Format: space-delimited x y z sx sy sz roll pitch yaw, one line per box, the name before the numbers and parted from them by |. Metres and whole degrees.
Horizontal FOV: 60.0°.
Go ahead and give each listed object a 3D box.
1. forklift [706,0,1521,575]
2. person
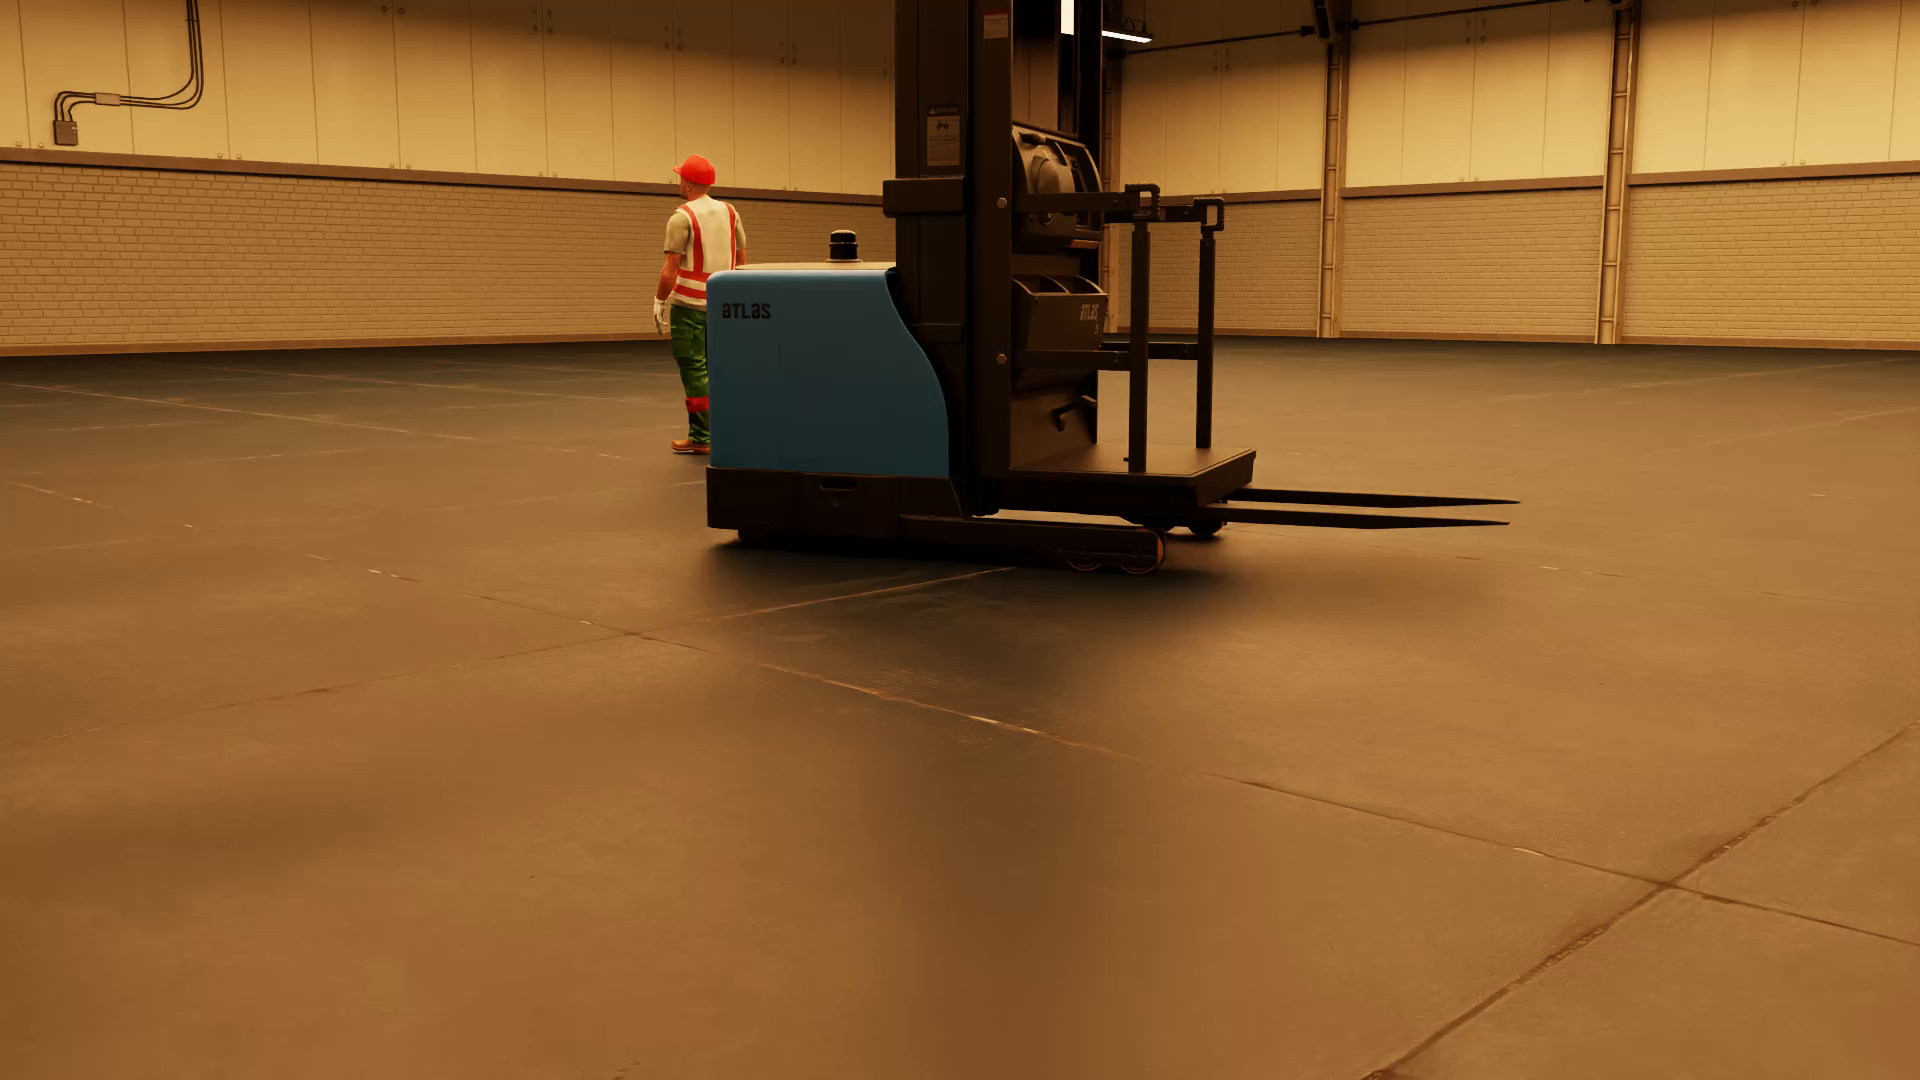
forklift | 0.565 -1.416 6.275 3.031 2.935 1.130 3 9 22
person | -1.630 -1.430 10.160 0.565 1.787 0.638 8 12 43
